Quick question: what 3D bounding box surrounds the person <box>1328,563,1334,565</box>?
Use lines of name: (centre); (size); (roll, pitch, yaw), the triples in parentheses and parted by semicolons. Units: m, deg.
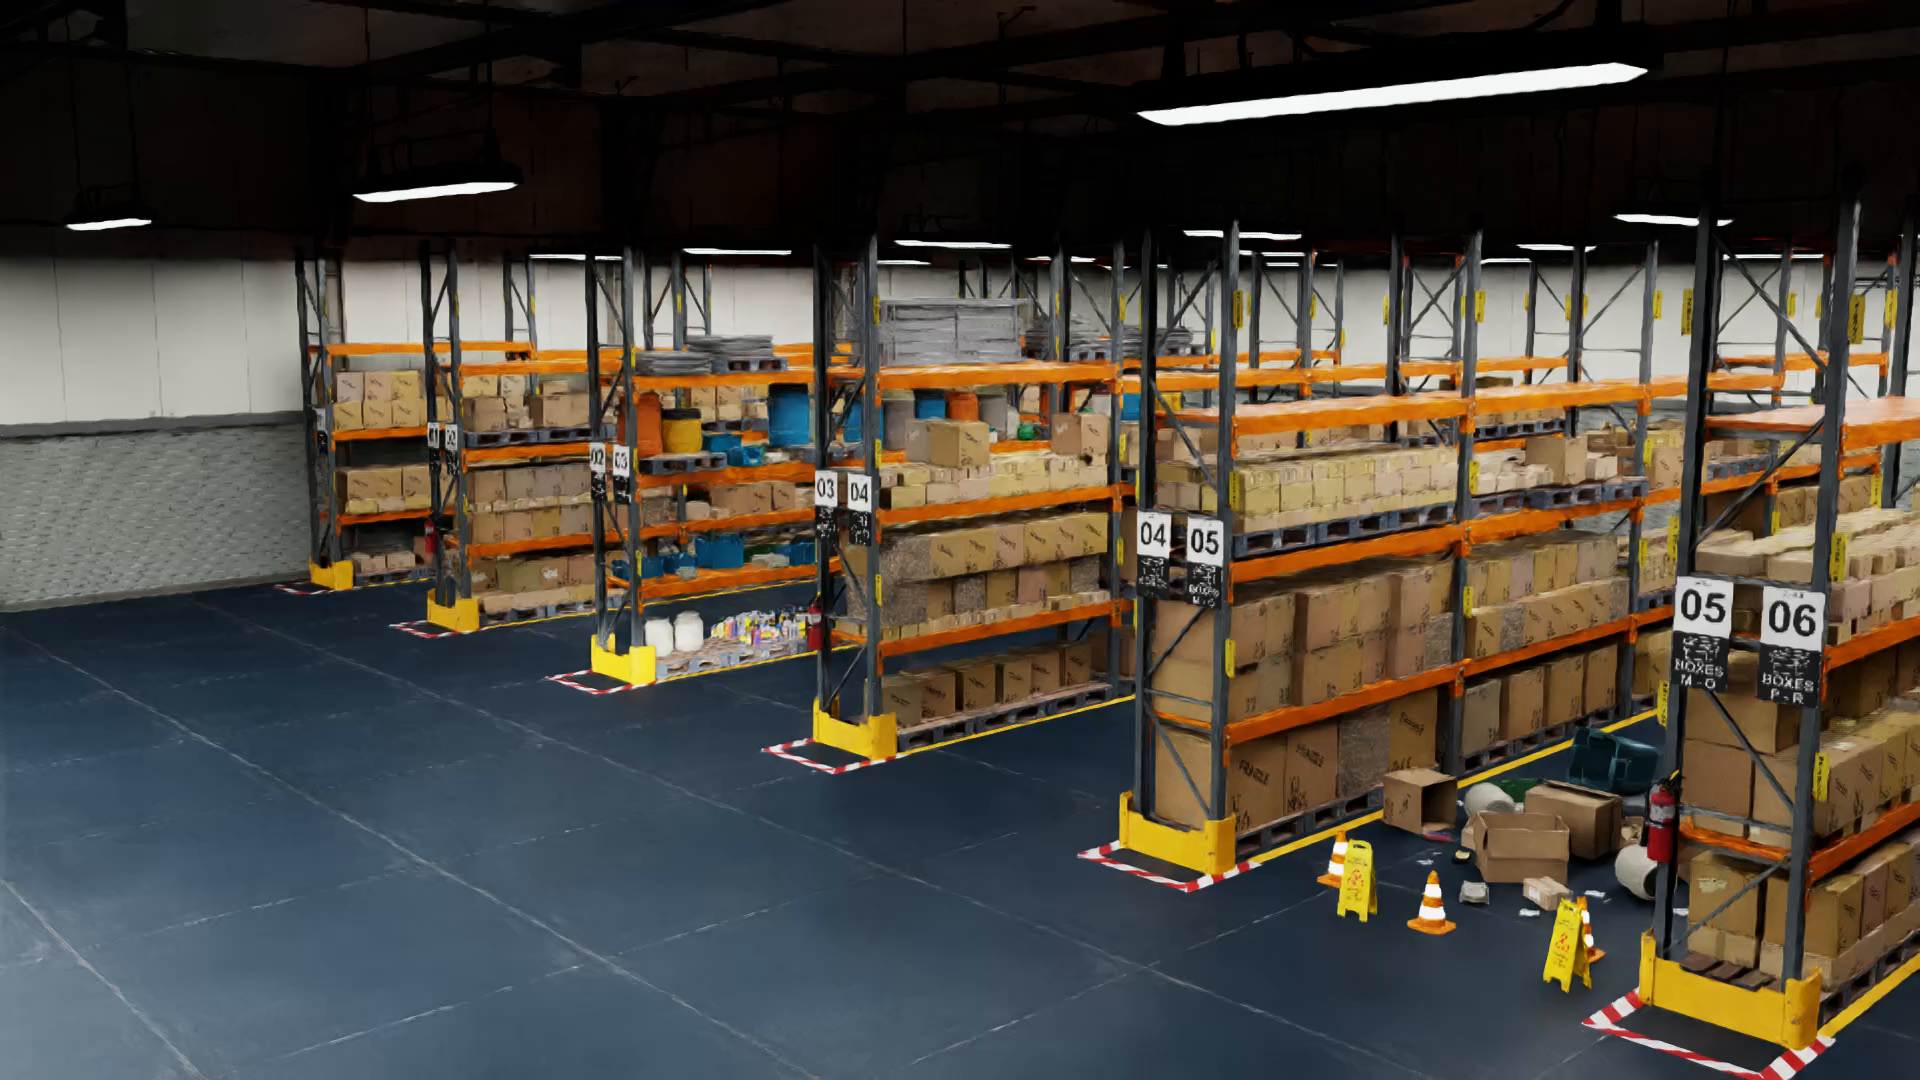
person: (5.064, 0.970, 22.829); (1.193, 1.698, 0.598); (-7, 11, -40)
